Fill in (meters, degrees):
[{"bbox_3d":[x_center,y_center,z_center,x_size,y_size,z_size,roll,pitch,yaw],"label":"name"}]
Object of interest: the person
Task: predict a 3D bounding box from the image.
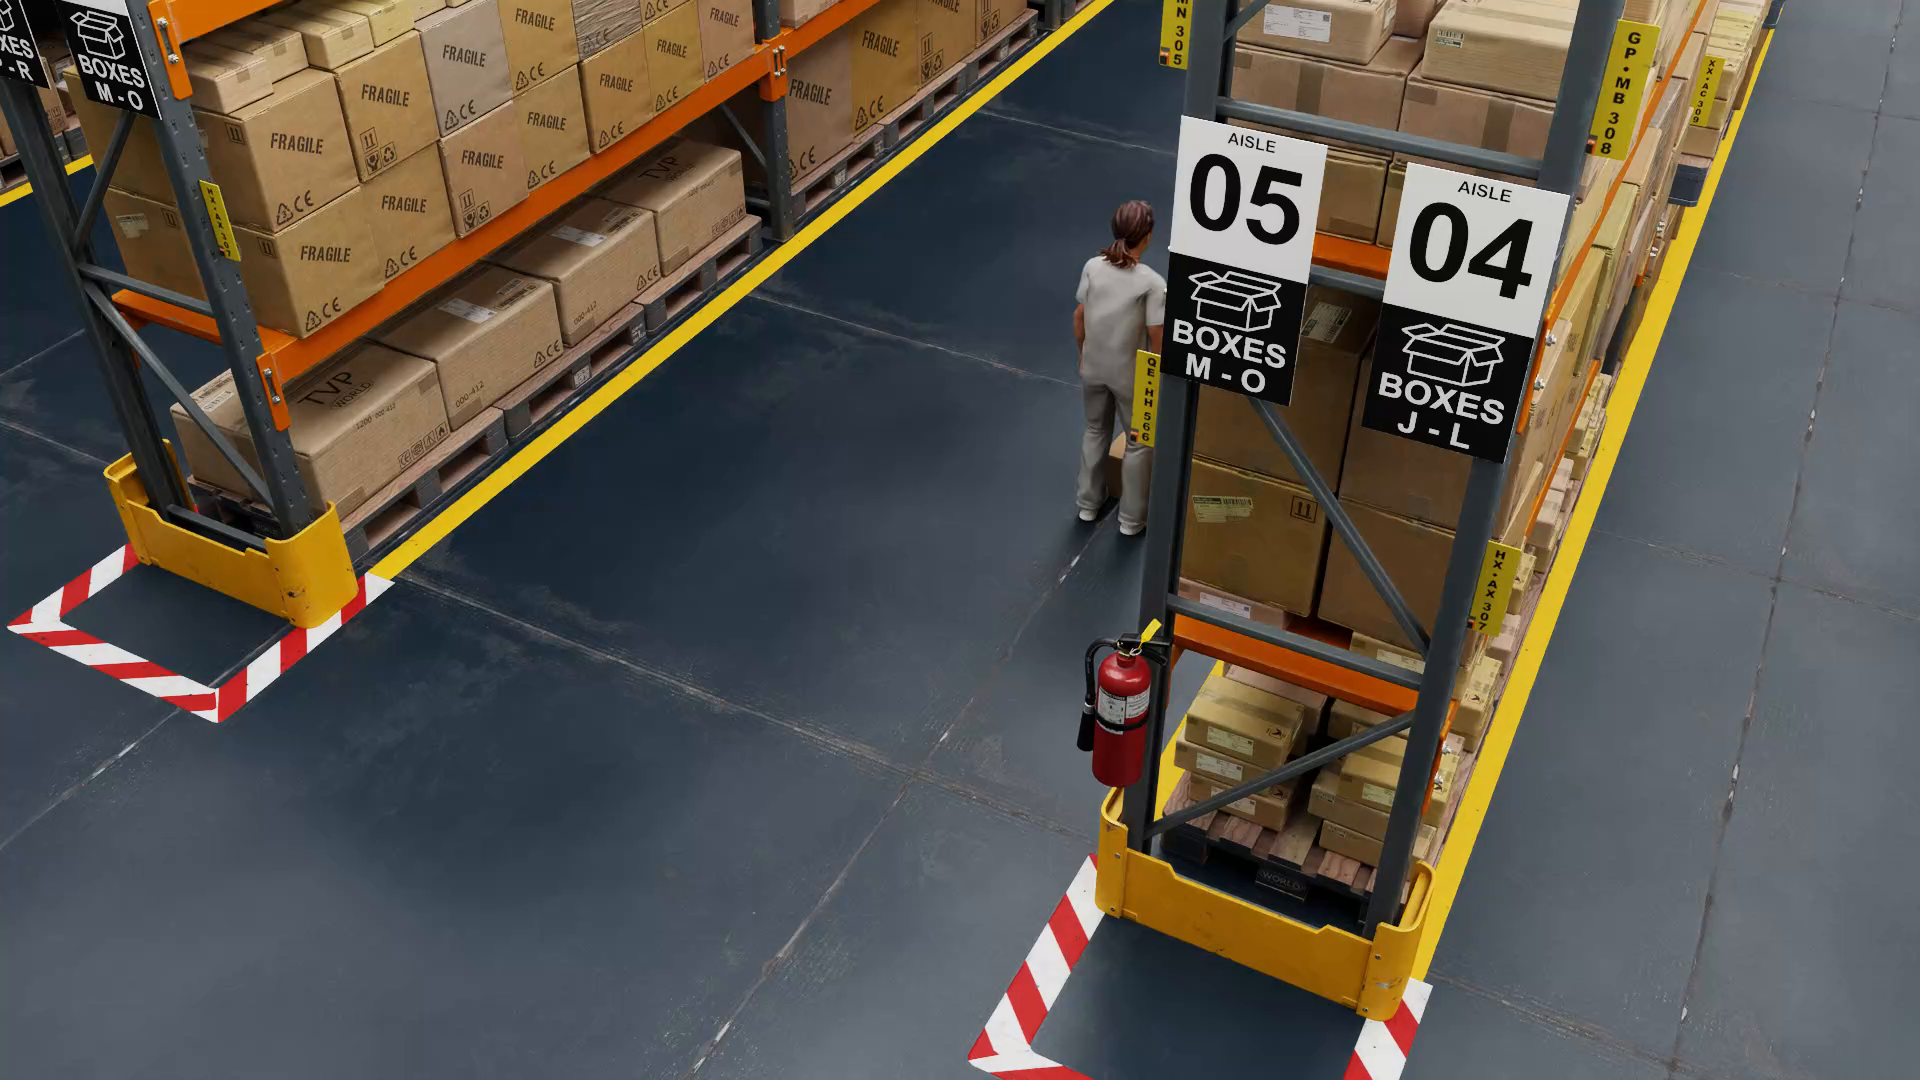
[{"bbox_3d":[0.752,-0.790,7.756,0.487,1.673,0.356,23,43,26],"label":"person"}]
